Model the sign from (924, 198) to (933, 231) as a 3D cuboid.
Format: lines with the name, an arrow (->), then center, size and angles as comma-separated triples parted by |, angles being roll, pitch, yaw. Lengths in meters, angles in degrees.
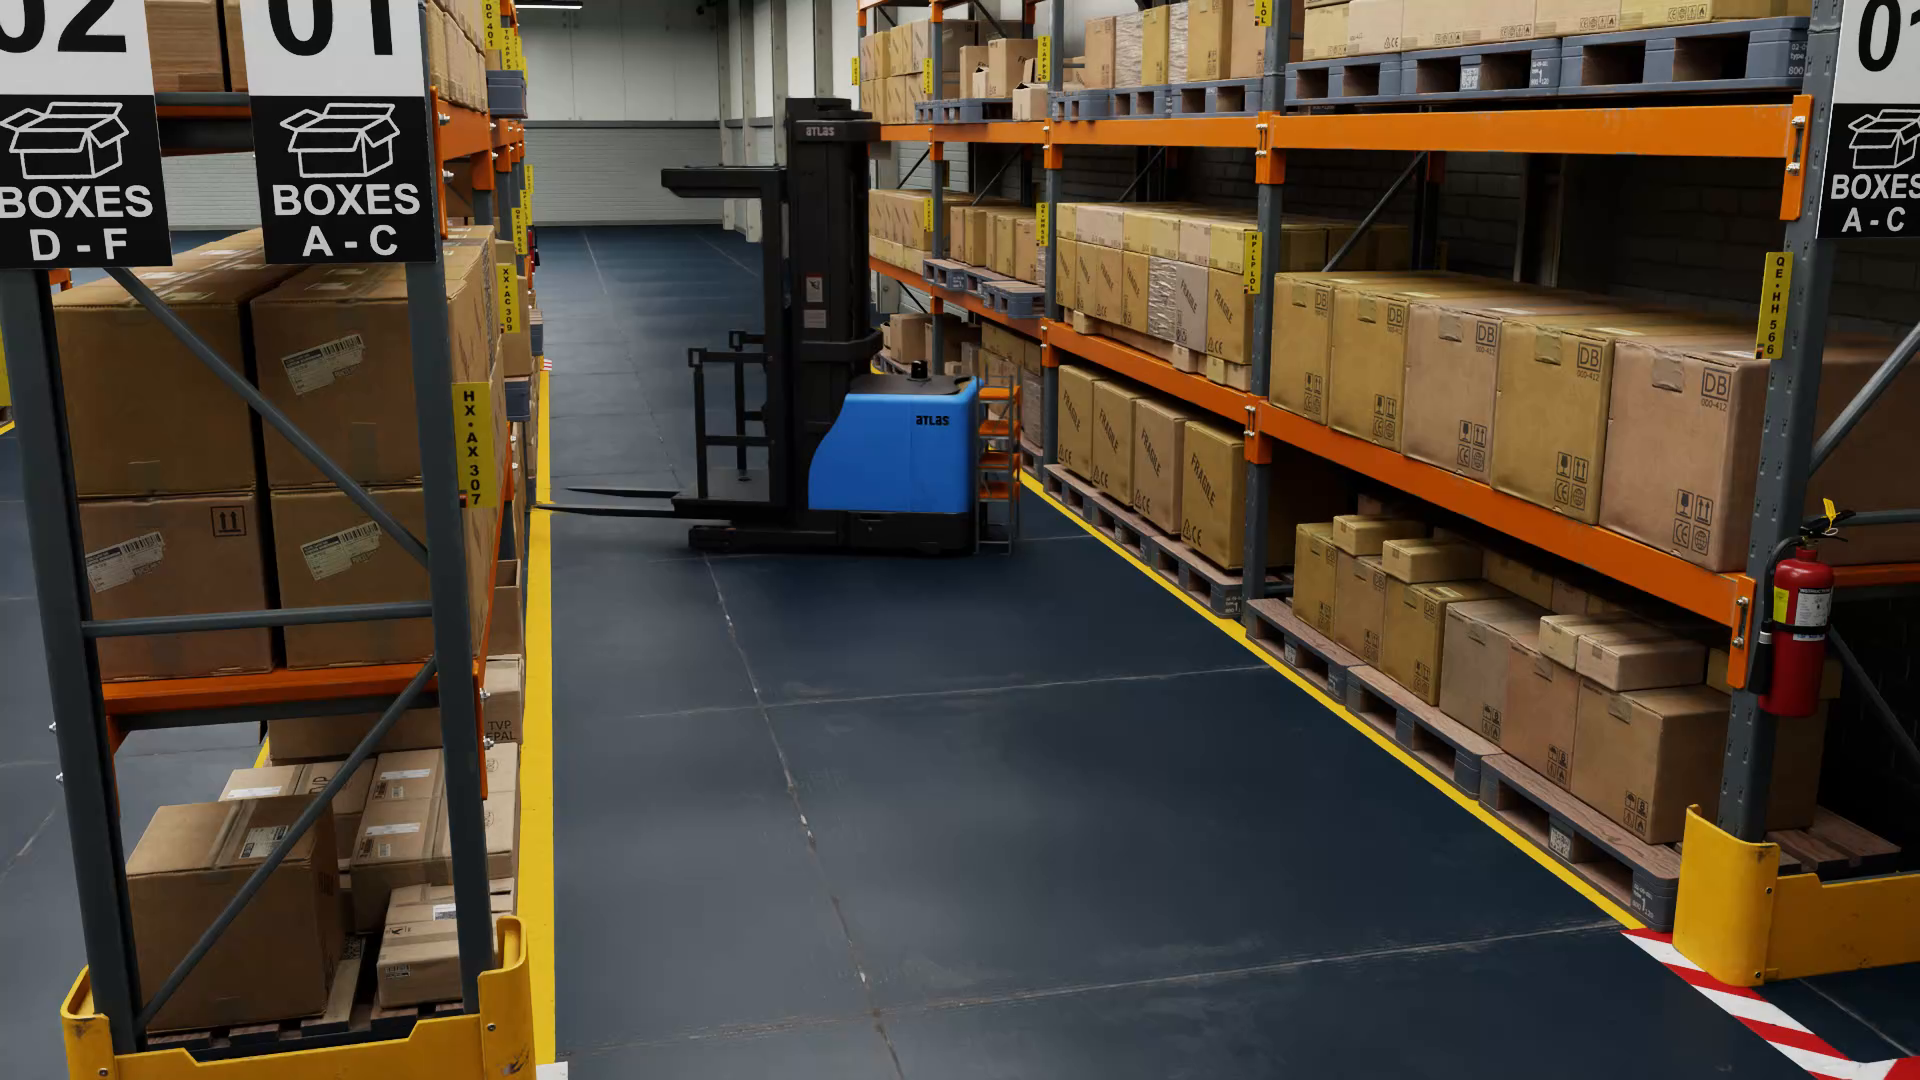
sign -> -0.308, -3.225, 16.484 | 0.100, 0.325, 0.005 | -3, 14, -13

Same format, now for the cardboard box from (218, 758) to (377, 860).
cardboard box -> -2.339, 0.998, 5.889 | 0.500, 0.250, 0.500 | -3, 14, -13

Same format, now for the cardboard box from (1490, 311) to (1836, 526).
cardboard box -> 2.725, -0.499, 6.515 | 0.980, 0.700, 0.700 | -3, 14, -14

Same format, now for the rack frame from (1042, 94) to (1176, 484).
rack frame -> 1.157, -1.914, 12.941 | 1.000, 3.000, 0.127 | -3, 14, -13

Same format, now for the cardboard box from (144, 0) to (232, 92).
cardboard box -> -2.155, -1.280, 4.340 | 0.500, 0.250, 0.500 | -3, 14, -13

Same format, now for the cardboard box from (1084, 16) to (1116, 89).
cardboard box -> 1.325, -3.527, 12.085 | 0.700, 0.500, 0.500 | -4, 14, -18

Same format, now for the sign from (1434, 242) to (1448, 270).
sign -> 2.636, -1.482, 9.180 | 0.100, 0.325, 0.005 | -3, 14, -13

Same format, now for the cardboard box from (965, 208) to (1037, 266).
cardboard box -> 0.428, -2.850, 15.636 | 0.700, 0.500, 0.500 | -2, 14, -7

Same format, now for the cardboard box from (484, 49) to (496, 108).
cardboard box -> -3.280, -2.806, 10.063 | 0.910, 0.500, 0.500 | -3, 14, -13

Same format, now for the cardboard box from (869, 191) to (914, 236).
cardboard box -> -0.795, -3.819, 19.433 | 0.500, 0.500, 0.500 | -3, 14, -13

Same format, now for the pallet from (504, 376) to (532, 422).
pallet -> -2.799, -0.811, 8.833 | 1.003, 0.211, 1.213 | -3, 14, -13

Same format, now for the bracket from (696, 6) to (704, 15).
bracket -> -7.761, -15.853, 49.769 | 0.235, 0.232, 0.430 | -3, 14, -13

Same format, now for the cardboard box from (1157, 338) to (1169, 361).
cardboard box -> 1.486, -1.237, 10.656 | 0.380, 0.149, 0.250 | -4, 14, -15

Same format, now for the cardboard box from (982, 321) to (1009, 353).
cardboard box -> 0.513, -1.930, 15.767 | 0.500, 0.250, 0.500 | -4, 14, -14

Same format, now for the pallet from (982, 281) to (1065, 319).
pallet -> 0.886, -1.979, 13.613 | 1.213, 0.211, 1.003 | -3, 14, -13

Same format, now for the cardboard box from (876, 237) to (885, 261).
cardboard box -> -0.666, -3.329, 19.008 | 0.500, 0.250, 0.500 | -4, 14, -14

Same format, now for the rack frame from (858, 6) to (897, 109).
rack frame -> -0.722, -6.674, 19.783 | 1.000, 3.000, 0.127 | -3, 14, -13

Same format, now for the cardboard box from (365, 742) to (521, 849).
cardboard box -> -1.865, 0.959, 6.050 | 0.500, 0.250, 0.500 | -3, 14, -13

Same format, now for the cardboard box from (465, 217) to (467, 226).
cardboard box -> -4.925, -3.031, 15.937 | 0.380, 0.149, 0.250 | -4, 14, -14

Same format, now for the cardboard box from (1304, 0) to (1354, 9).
cardboard box -> 1.991, -2.812, 7.938 | 0.500, 0.500, 0.500 | -3, 14, -14

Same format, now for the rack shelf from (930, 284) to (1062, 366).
rack shelf -> 0.687, -2.026, 14.915 | 1.077, 0.370, 4.000 | -3, 14, -13

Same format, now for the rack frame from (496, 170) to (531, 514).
rack frame -> -3.657, -1.637, 11.807 | 1.000, 3.000, 0.127 | -3, 14, -13

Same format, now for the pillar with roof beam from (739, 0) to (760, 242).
pillar with roof beam -> -9.538, -11.857, 41.000 | 9.100, 9.000, 0.400 | -3, 14, -13

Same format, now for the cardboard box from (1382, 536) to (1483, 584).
cardboard box -> 2.198, 0.092, 7.747 | 0.380, 0.149, 0.250 | -4, 14, -15

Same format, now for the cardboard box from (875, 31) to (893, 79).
cardboard box -> -0.668, -5.422, 18.621 | 0.500, 0.500, 0.500 | -3, 14, -12

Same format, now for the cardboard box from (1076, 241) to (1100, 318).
cardboard box -> 1.136, -1.869, 11.878 | 0.500, 0.500, 0.500 | -3, 14, -11

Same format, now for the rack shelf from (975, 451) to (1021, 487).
rack shelf -> 0.257, -0.480, 11.147 | 0.258, 0.148, 0.480 | 2, 14, 8

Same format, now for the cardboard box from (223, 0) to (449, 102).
cardboard box -> -1.652, -1.308, 4.458 | 0.500, 0.250, 0.500 | -3, 14, -13

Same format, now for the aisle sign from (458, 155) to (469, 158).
aisle sign -> -5.849, -4.744, 19.045 | 0.394, 0.787, 0.004 | -3, 14, -13

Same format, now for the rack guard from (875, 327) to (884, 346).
rack guard -> -0.704, -2.528, 20.720 | 1.175, 0.500, 0.348 | -3, 14, -13

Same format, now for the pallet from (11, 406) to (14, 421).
pallet -> -9.820, -1.369, 16.587 | 1.003, 0.211, 1.213 | -3, 14, -13

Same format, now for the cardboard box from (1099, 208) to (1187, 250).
cardboard box -> 1.261, -2.123, 11.337 | 0.500, 0.250, 0.500 | -3, 14, -13

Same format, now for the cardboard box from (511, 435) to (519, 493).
cardboard box -> -2.829, -0.434, 9.643 | 0.500, 0.250, 0.500 | -3, 14, -13

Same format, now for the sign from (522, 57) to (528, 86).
sign -> -5.005, -5.358, 19.021 | 0.100, 0.325, 0.005 | -3, 14, -13

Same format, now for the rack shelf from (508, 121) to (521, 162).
rack shelf -> -4.127, -3.206, 13.425 | 1.077, 0.370, 4.000 | -3, 14, -13

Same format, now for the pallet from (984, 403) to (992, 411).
pallet -> 0.402, -1.303, 16.314 | 1.003, 0.211, 1.213 | -3, 14, -13

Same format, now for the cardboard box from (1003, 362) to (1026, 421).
cardboard box -> 0.785, -1.315, 14.829 | 0.700, 0.500, 0.500 | -3, 14, -13

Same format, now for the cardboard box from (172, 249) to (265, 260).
cardboard box -> -2.517, -0.767, 5.931 | 0.500, 0.500, 0.500 | -3, 14, -11

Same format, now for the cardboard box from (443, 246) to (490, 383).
cardboard box -> -1.989, -0.796, 6.047 | 0.500, 0.500, 0.500 | -3, 14, -14

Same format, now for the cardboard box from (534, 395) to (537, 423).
cardboard box -> -3.980, -1.114, 14.575 | 0.500, 0.250, 0.500 | -3, 14, -12

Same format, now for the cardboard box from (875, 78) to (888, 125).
cardboard box -> -0.669, -4.938, 18.748 | 0.500, 0.500, 0.500 | -3, 14, -11

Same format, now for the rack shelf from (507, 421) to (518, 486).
rack shelf -> -3.187, -0.826, 10.004 | 1.077, 0.370, 4.000 | -3, 14, -13

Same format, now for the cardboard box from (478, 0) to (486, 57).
cardboard box -> -2.340, -2.244, 7.236 | 0.500, 0.250, 0.500 | -3, 14, -13

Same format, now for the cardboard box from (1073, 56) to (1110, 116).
cardboard box -> 1.212, -3.608, 13.303 | 0.500, 0.500, 0.500 | -3, 14, -13

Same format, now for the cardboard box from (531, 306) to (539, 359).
cardboard box -> -4.636, -2.148, 17.226 | 0.500, 0.500, 0.500 | -3, 14, -13

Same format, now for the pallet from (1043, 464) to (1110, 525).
pallet -> 1.269, -0.373, 12.510 | 1.003, 0.211, 1.213 | -3, 14, -13

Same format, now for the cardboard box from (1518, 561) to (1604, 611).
cardboard box -> 2.699, 0.196, 7.319 | 0.380, 0.149, 0.250 | -3, 14, -13

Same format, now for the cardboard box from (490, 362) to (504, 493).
cardboard box -> -2.106, -0.425, 6.634 | 0.500, 0.500, 0.500 | -3, 14, -12

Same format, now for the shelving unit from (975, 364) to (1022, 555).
shelving unit -> 0.257, -0.545, 11.131 | 0.258, 1.200, 0.503 | 2, 14, 8

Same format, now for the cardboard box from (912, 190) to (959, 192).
cardboard box -> -0.296, -3.847, 19.548 | 0.500, 0.500, 0.500 | -3, 14, -12

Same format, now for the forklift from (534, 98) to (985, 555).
forklift -> -1.377, -1.462, 11.236 | 3.031, 2.935, 1.130 | 2, 14, 8

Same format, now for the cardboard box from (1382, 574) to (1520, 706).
cardboard box -> 2.406, 0.432, 7.721 | 0.700, 0.500, 0.500 | -3, 14, -12
